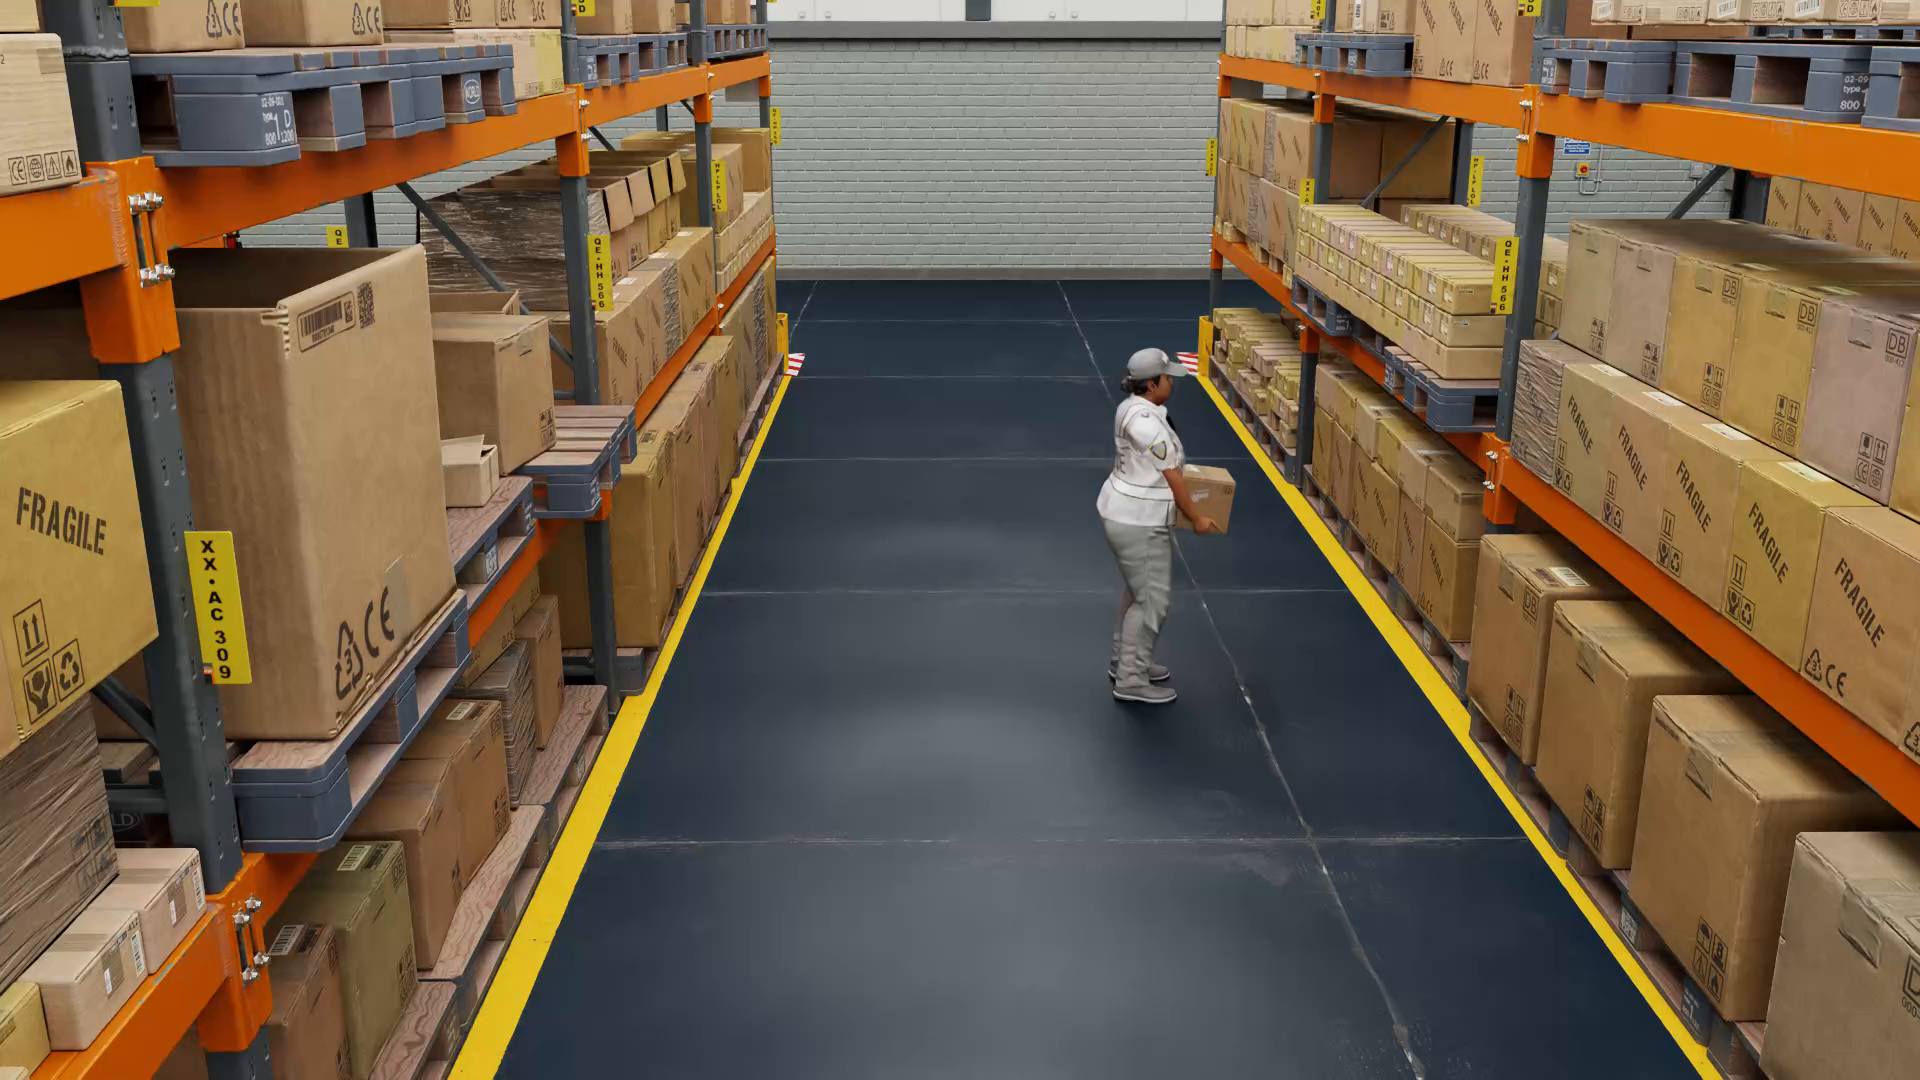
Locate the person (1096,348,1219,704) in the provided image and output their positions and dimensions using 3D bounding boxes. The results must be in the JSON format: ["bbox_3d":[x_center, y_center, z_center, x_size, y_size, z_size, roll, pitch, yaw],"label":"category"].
[{"bbox_3d":[0.919,-0.076,7.806,0.549,1.663,0.452,-1,17,-2],"label":"person"}]
